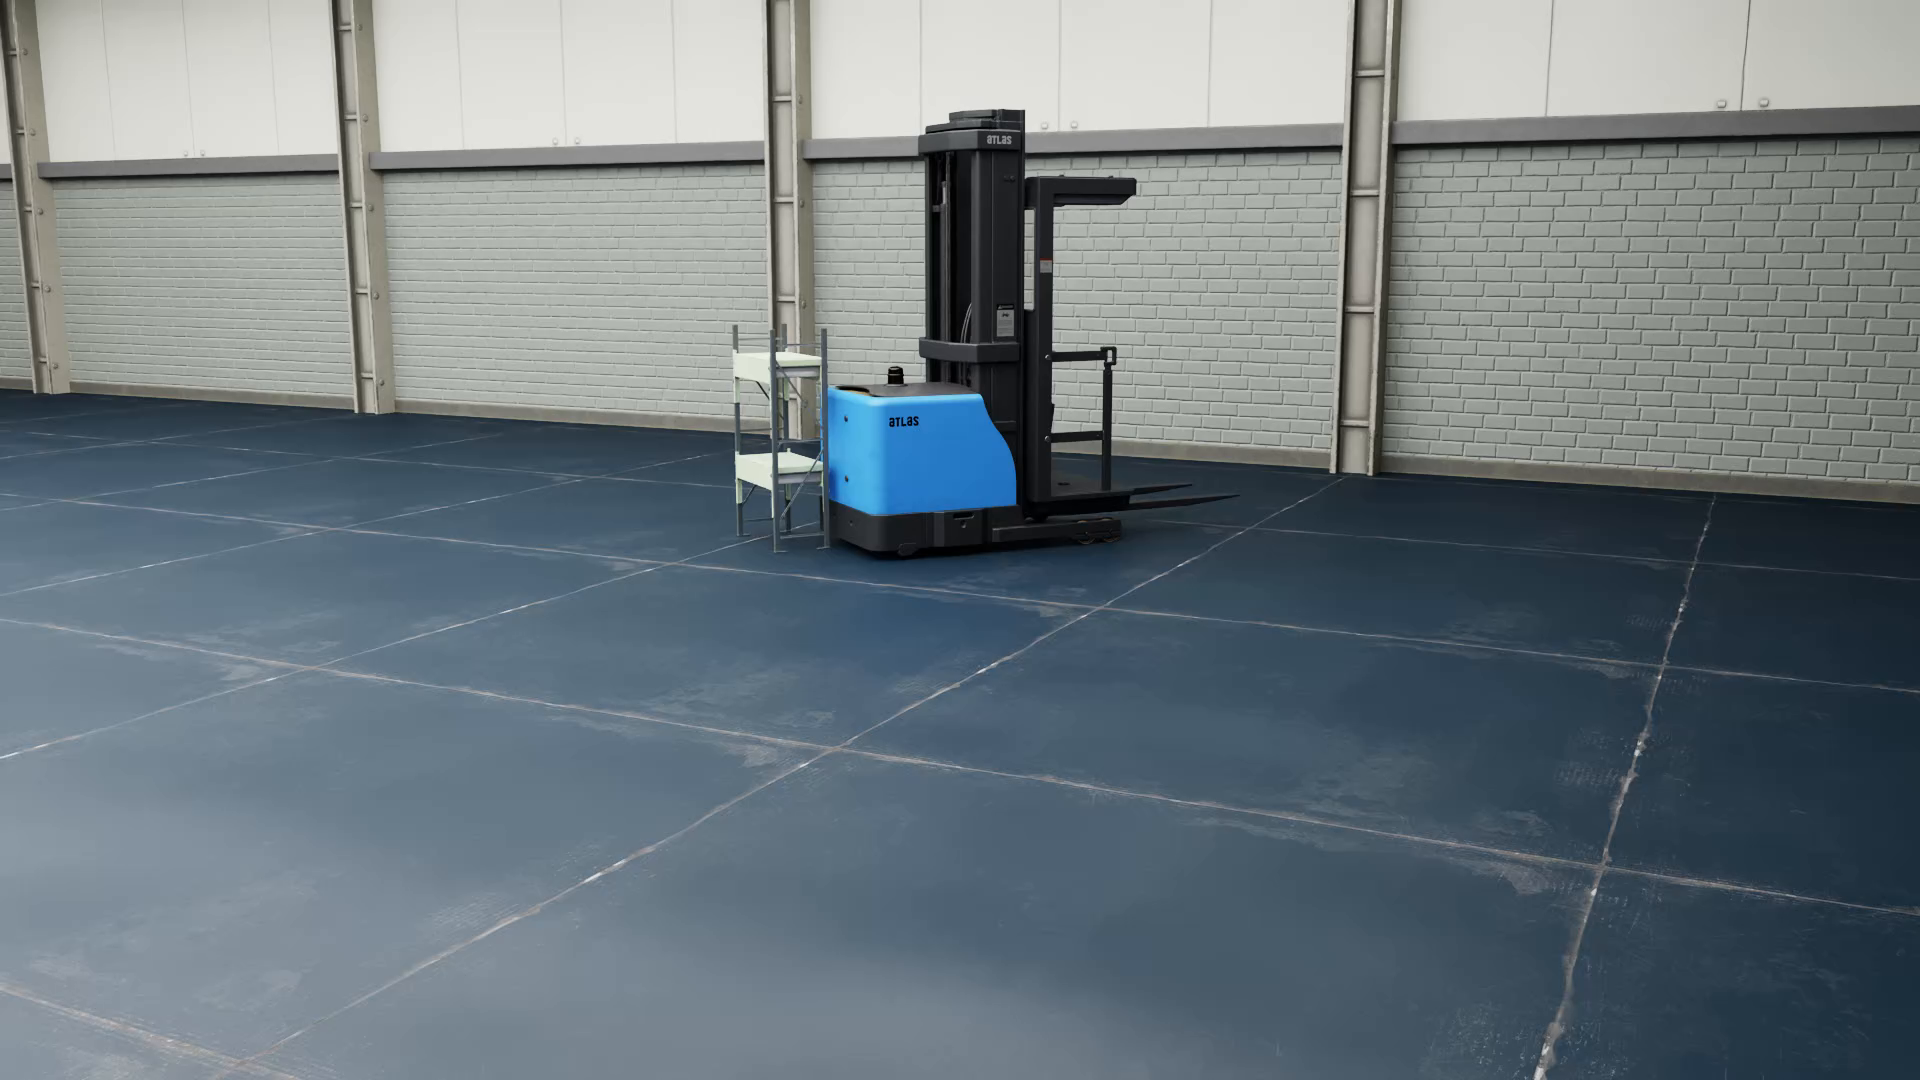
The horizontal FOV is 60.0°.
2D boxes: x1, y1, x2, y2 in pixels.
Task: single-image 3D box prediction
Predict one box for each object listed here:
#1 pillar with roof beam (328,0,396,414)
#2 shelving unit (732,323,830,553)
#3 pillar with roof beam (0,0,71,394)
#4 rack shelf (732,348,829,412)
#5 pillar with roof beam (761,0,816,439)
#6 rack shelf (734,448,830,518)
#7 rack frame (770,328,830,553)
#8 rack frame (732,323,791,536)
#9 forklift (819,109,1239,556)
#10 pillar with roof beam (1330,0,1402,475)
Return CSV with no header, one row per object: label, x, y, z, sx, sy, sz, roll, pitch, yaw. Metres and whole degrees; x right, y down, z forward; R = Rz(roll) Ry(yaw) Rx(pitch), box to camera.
pillar with roof beam,-9.064,-5.306,15.778,0.400,9.000,9.100,5,11,26
shelving unit,-1.242,-0.724,11.517,0.431,1.500,0.755,-5,11,-27
pillar with roof beam,-14.445,-5.778,18.390,0.400,9.000,9.100,5,11,26
rack shelf,-1.242,-1.108,11.448,0.431,0.370,0.720,-5,11,-27
pillar with roof beam,-3.684,-4.833,13.165,0.400,9.000,9.100,5,11,26
rack shelf,-1.243,-0.403,11.575,0.431,0.370,0.720,-5,11,-27
rack frame,-1.075,-0.666,11.197,0.400,1.500,0.023,-5,11,-27
rack frame,-1.410,-0.782,11.838,0.400,1.500,0.023,-5,11,-27
forklift,0.566,-1.491,11.741,3.031,2.935,1.130,-5,11,-26
pillar with roof beam,1.697,-4.360,10.553,0.400,9.000,9.100,5,11,26
